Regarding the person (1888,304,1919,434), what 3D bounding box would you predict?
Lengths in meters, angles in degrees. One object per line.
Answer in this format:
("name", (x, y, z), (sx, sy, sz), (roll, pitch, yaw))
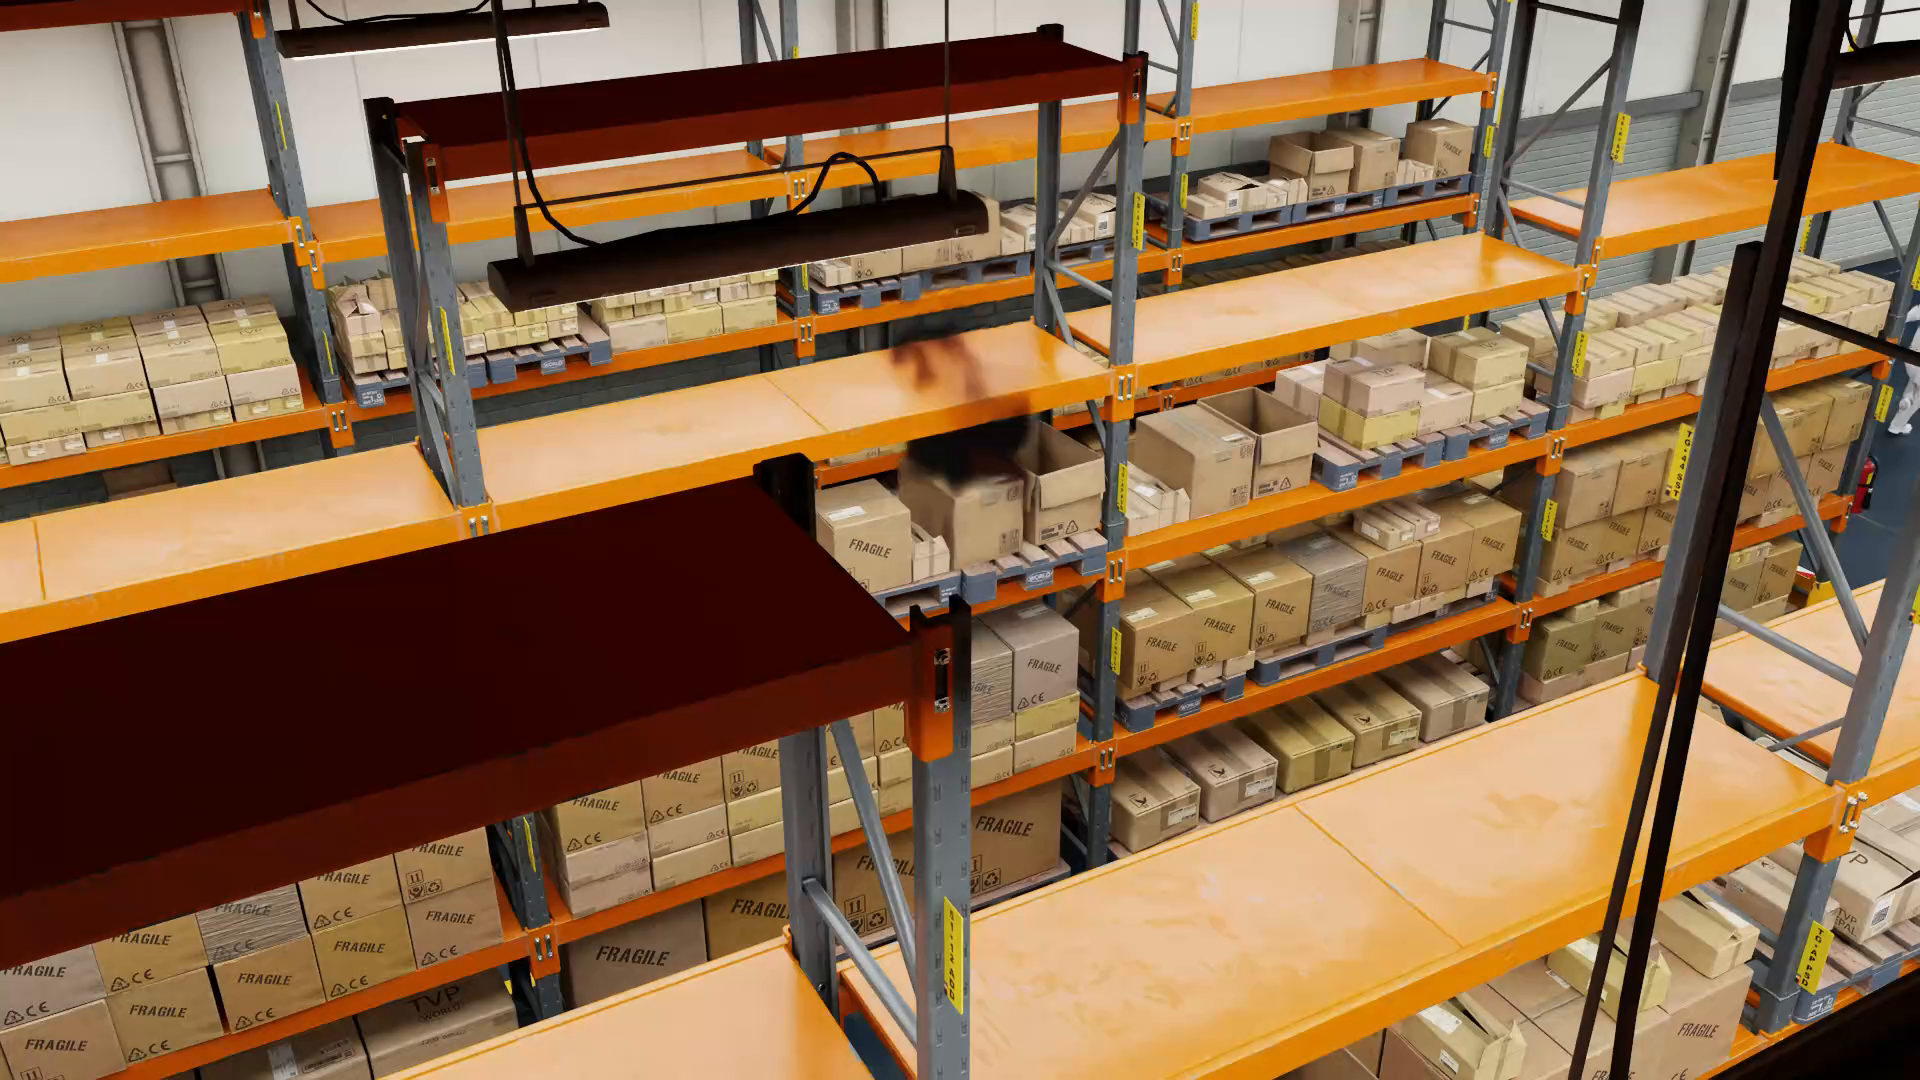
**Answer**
("person", (11.068, -2.069, 19.039), (0.724, 1.728, 0.761), (-25, 37, -38))
